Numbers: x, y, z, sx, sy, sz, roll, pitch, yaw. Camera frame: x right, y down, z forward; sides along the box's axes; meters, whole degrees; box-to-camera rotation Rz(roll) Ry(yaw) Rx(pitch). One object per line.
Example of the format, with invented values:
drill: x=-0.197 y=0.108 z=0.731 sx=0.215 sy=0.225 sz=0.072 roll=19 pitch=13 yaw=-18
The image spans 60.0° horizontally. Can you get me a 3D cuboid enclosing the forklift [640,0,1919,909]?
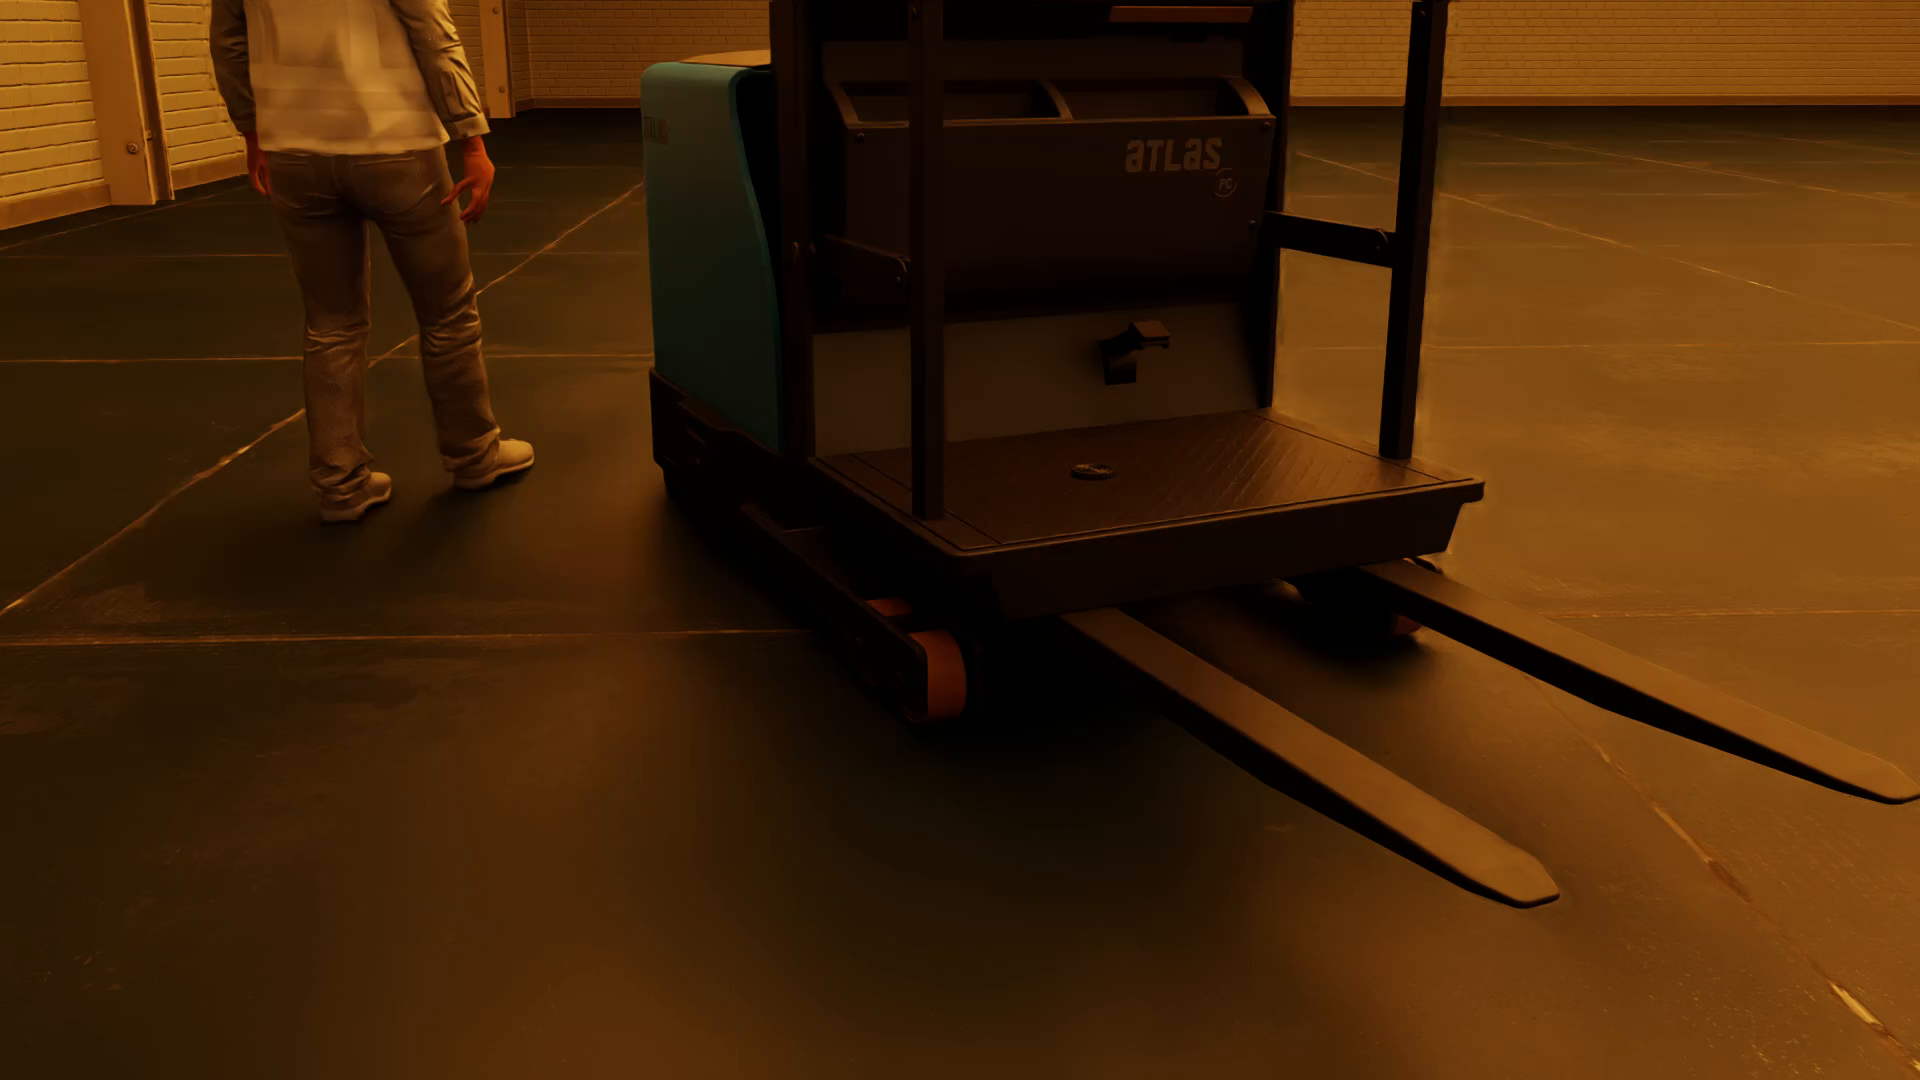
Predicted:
forklift: x=0.280 y=-1.227 z=2.919 sx=1.130 sy=2.935 sz=3.031 roll=-8 pitch=19 yaw=-24

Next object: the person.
person: x=-1.423 y=-0.962 z=4.064 sx=0.694 sy=1.760 sz=0.646 roll=2 pitch=17 yaw=7
